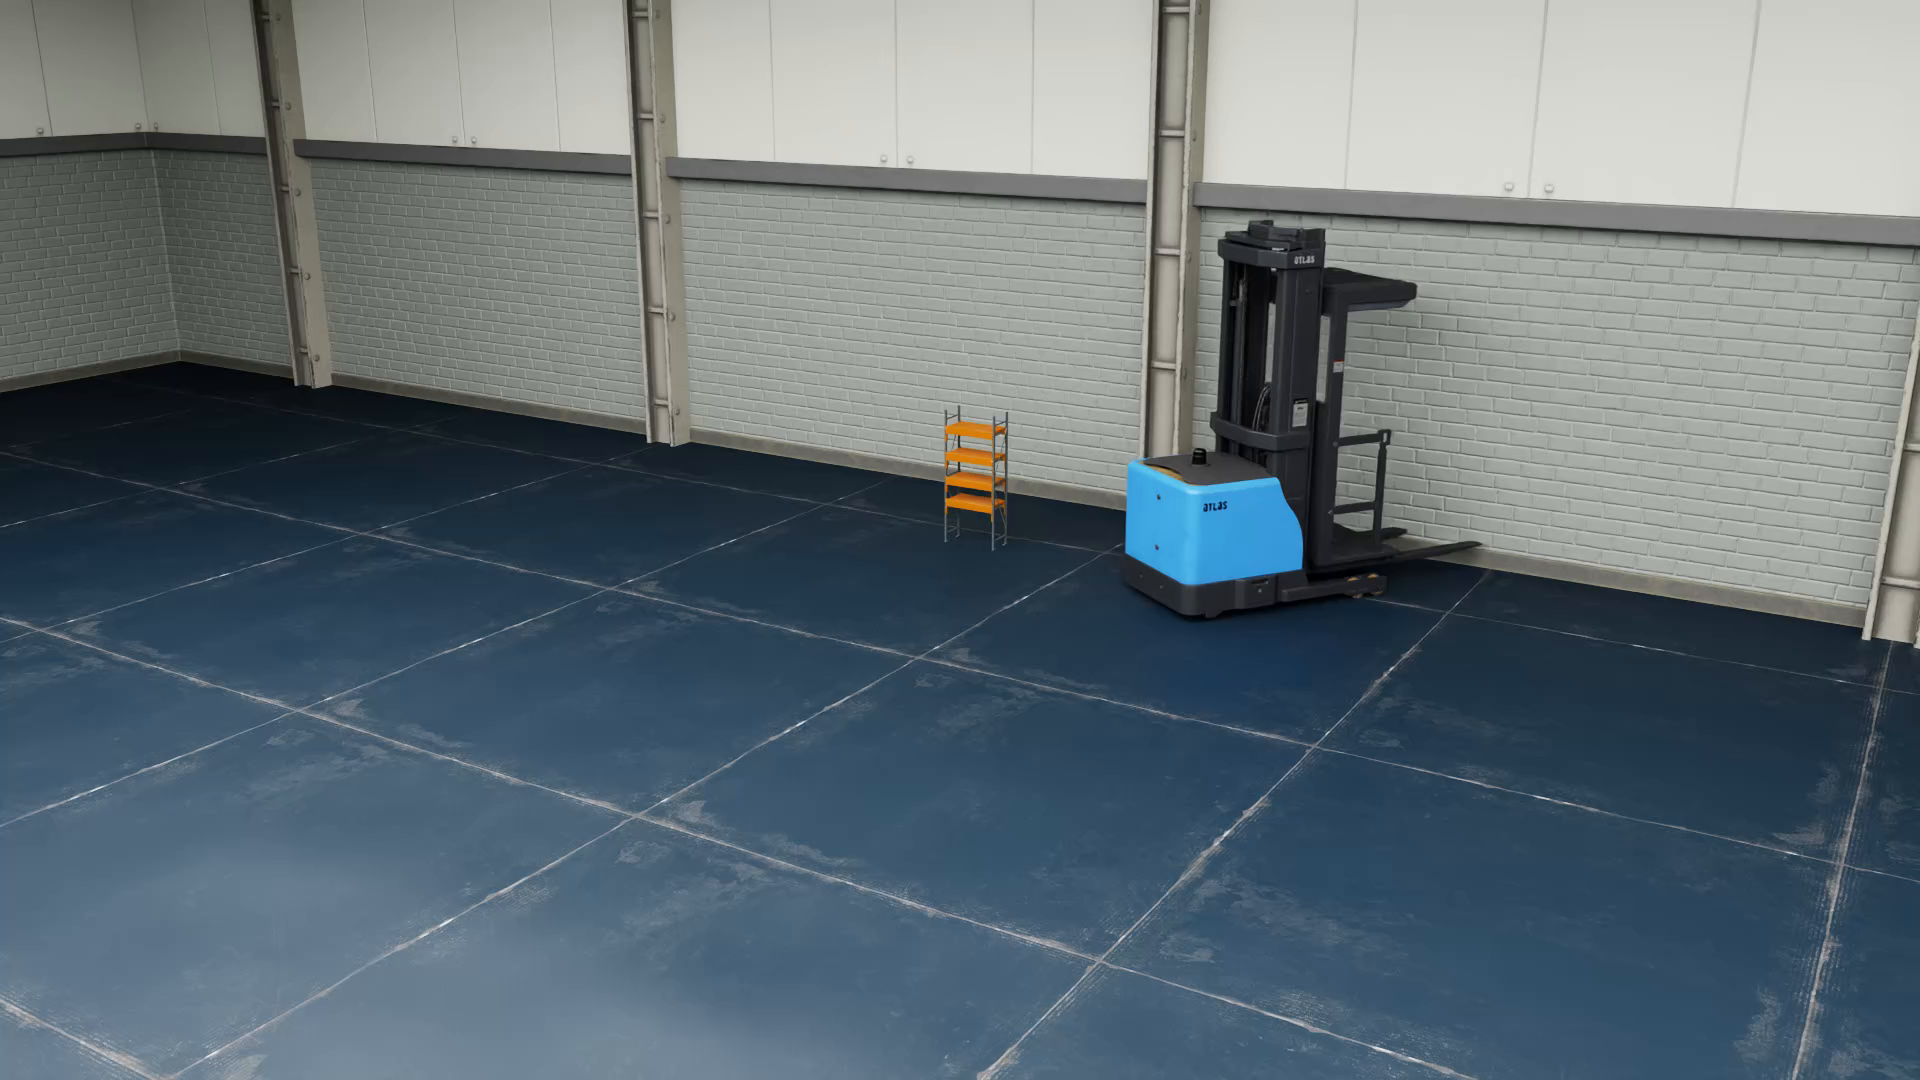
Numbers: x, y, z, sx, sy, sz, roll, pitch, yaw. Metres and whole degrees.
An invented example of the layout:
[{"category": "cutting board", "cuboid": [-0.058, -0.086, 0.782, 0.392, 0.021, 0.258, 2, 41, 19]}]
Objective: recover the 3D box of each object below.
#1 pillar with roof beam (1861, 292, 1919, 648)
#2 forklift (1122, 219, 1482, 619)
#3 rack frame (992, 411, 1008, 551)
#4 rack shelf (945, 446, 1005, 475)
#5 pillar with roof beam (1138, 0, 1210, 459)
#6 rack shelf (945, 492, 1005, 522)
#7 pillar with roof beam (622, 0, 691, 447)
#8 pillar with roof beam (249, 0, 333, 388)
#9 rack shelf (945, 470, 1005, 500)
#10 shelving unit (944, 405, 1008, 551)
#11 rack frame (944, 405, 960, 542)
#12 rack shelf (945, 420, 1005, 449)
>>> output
[{"category": "pillar with roof beam", "cuboid": [4.744, -2.507, 7.652, 0.400, 9.000, 9.100, 10, 20, 30]}, {"category": "forklift", "cuboid": [2.886, -1.066, 13.347, 3.031, 2.935, 1.130, -8, 18, -23]}, {"category": "rack frame", "cuboid": [0.349, -0.512, 14.502, 0.015, 1.200, 0.240, 10, 20, 30]}, {"category": "rack shelf", "cuboid": [0.141, -0.699, 14.578, 0.480, 0.148, 0.258, 10, 20, 30]}, {"category": "pillar with roof beam", "cuboid": [-0.369, -3.420, 10.657, 0.400, 9.000, 9.100, 10, 20, 30]}, {"category": "rack shelf", "cuboid": [0.141, -0.295, 14.701, 0.480, 0.148, 0.258, 10, 20, 30]}, {"category": "pillar with roof beam", "cuboid": [-5.482, -4.332, 13.661, 0.400, 9.000, 9.100, 10, 20, 30]}, {"category": "pillar with roof beam", "cuboid": [-10.595, -5.245, 16.666, 0.400, 9.000, 9.100, 10, 20, 30]}, {"category": "rack shelf", "cuboid": [0.141, -0.485, 14.643, 0.480, 0.148, 0.258, 10, 20, 30]}, {"category": "shelving unit", "cuboid": [0.141, -0.549, 14.624, 0.503, 1.200, 0.258, 10, 20, 30]}, {"category": "rack frame", "cuboid": [-0.067, -0.586, 14.746, 0.015, 1.200, 0.240, 10, 20, 30]}, {"category": "rack shelf", "cuboid": [0.141, -0.925, 14.510, 0.480, 0.148, 0.258, 10, 20, 30]}]
